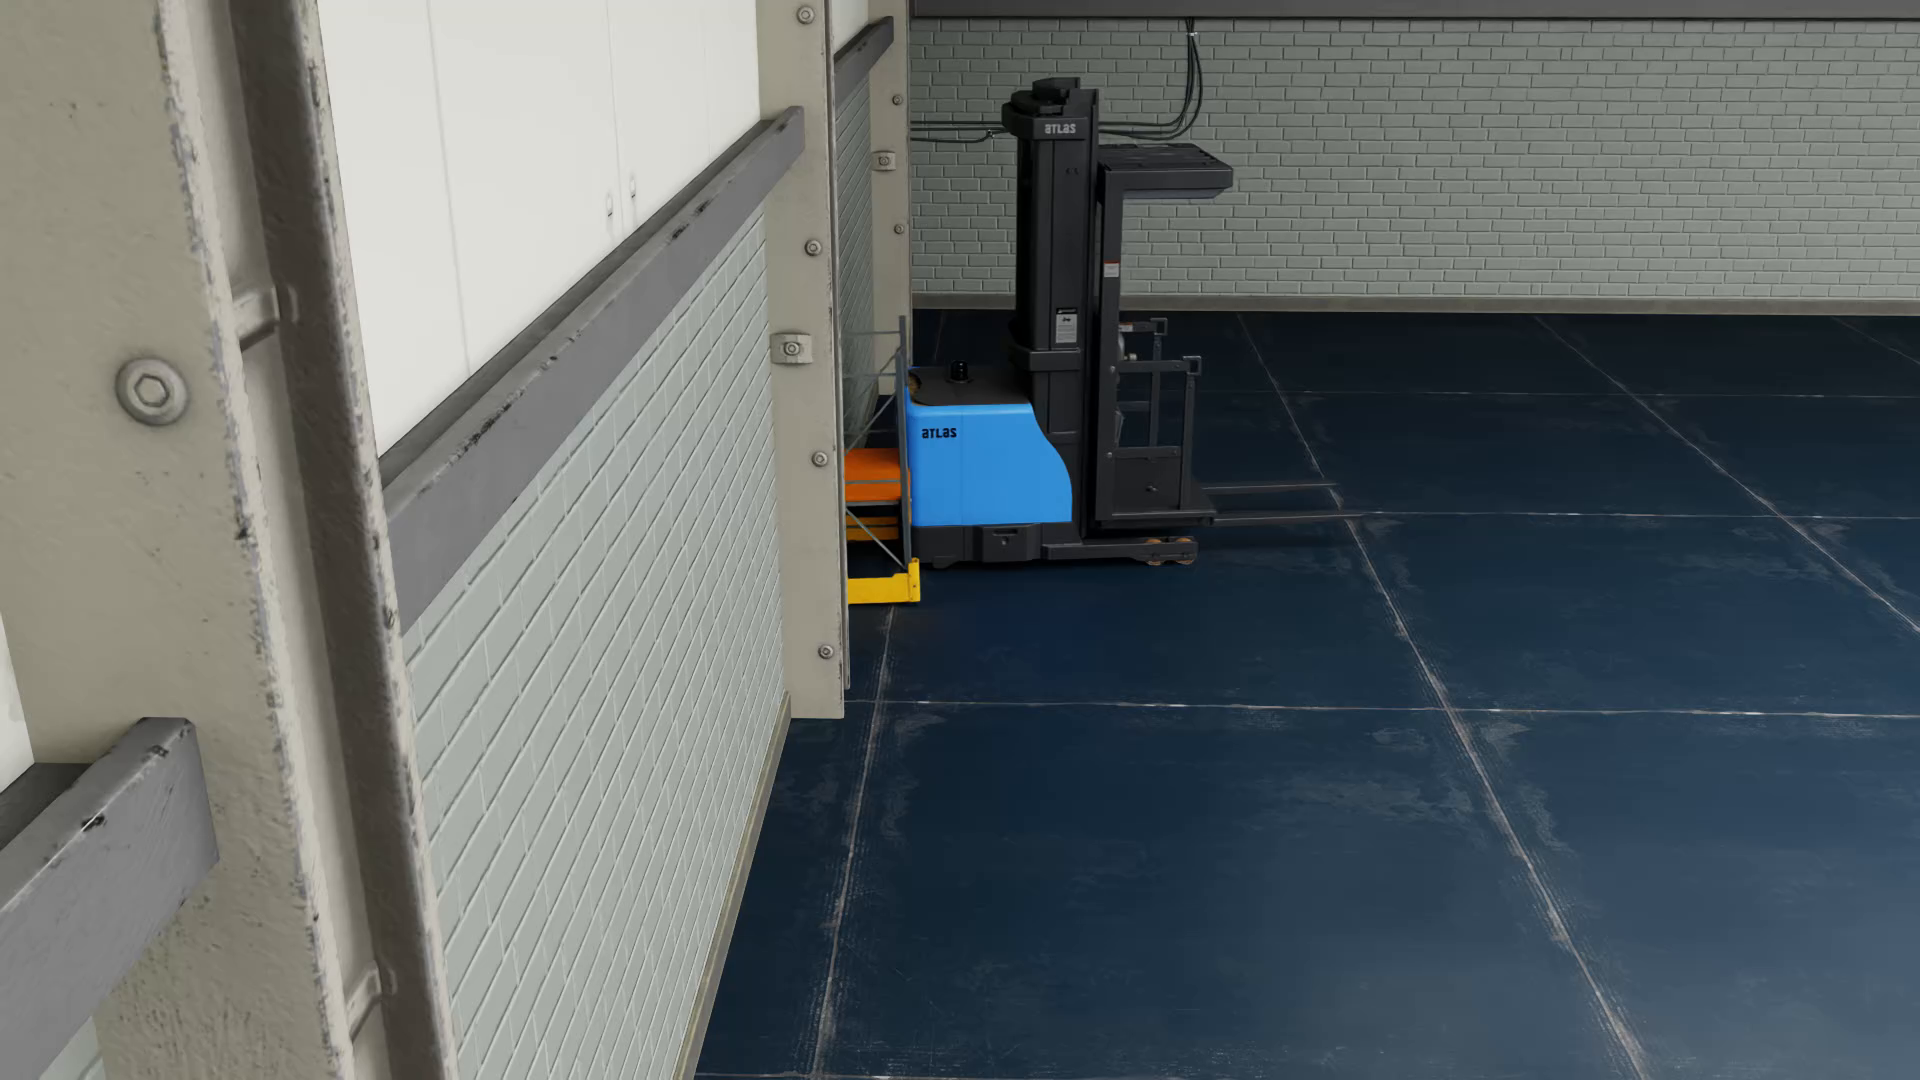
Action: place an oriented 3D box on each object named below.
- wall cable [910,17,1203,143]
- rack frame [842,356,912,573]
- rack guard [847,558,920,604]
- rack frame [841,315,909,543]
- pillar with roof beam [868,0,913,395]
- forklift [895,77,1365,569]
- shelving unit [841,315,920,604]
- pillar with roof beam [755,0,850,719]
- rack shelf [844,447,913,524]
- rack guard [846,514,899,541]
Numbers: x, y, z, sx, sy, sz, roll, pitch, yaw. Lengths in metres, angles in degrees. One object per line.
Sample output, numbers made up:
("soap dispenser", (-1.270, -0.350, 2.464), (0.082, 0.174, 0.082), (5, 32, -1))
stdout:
("wall cable", (0.839, -5.114, 16.061), (3.097, 2.526, 0.112), (1, 21, 2))
("rack frame", (-0.554, -0.337, 9.739), (0.500, 1.500, 0.032), (-2, 21, 0))
("rack guard", (-0.536, 0.247, 9.961), (0.587, 0.250, 0.087), (-2, 21, 0))
("rack frame", (-0.568, -0.695, 10.690), (0.500, 1.500, 0.032), (-2, 21, 0))
("pillar with roof beam", (3.730, -5.463, 12.670), (9.100, 9.000, 0.400), (1, 21, 2))
("forklift", (1.104, -1.392, 10.564), (3.031, 2.935, 1.130), (-2, 21, -5))
("shelving unit", (-0.561, -0.513, 10.206), (0.587, 1.500, 1.083), (-2, 21, 0))
("pillar with roof beam", (3.548, -3.294, 7.079), (9.100, 9.000, 0.400), (1, 21, 2))
("rack shelf", (-0.556, -0.348, 10.278), (0.538, 0.185, 1.000), (-2, 21, 0))
("rack guard", (-0.549, -0.104, 10.893), (0.587, 0.250, 0.087), (-2, 21, 0))
